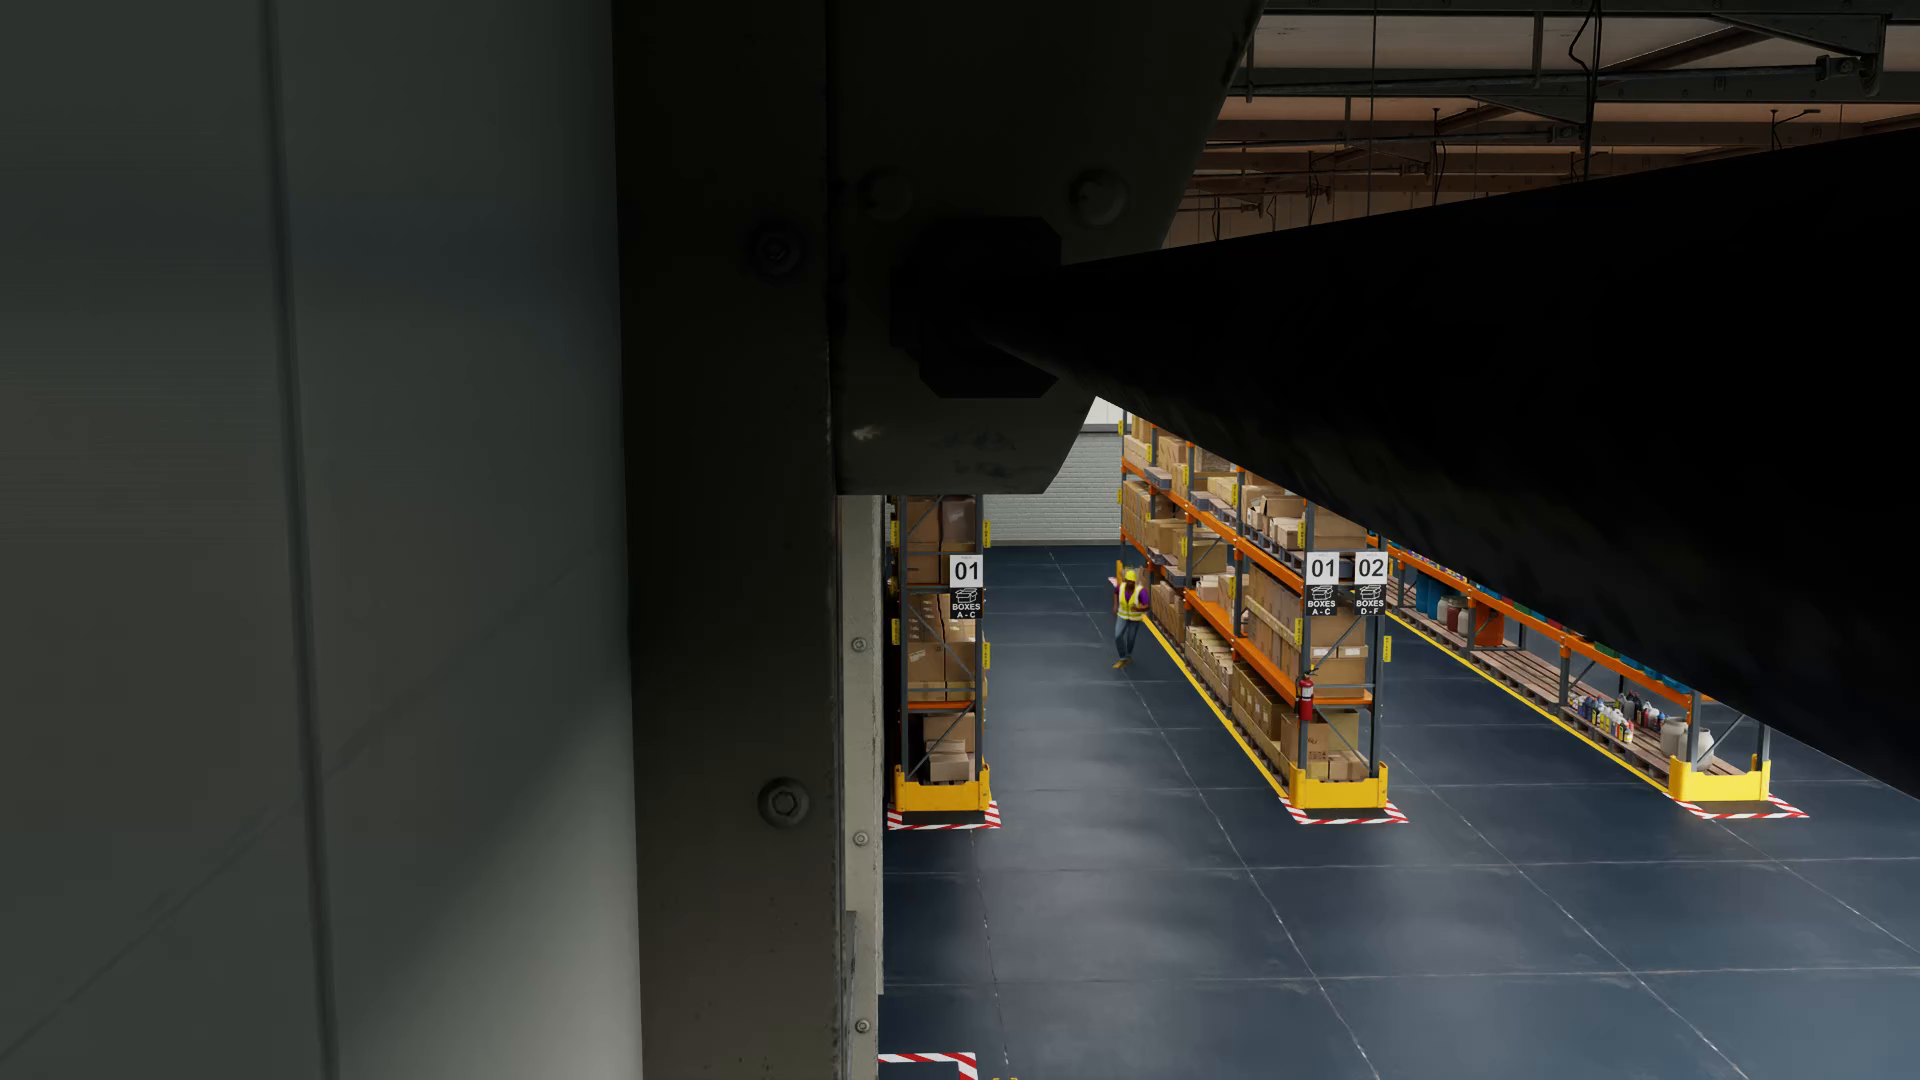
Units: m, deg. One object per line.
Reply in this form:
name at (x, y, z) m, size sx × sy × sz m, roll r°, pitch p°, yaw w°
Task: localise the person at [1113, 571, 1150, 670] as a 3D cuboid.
person at (2.914, 1.325, 28.264) m, size 0.666 × 1.691 × 0.961 m, roll 2°, pitch 9°, yaw 13°
